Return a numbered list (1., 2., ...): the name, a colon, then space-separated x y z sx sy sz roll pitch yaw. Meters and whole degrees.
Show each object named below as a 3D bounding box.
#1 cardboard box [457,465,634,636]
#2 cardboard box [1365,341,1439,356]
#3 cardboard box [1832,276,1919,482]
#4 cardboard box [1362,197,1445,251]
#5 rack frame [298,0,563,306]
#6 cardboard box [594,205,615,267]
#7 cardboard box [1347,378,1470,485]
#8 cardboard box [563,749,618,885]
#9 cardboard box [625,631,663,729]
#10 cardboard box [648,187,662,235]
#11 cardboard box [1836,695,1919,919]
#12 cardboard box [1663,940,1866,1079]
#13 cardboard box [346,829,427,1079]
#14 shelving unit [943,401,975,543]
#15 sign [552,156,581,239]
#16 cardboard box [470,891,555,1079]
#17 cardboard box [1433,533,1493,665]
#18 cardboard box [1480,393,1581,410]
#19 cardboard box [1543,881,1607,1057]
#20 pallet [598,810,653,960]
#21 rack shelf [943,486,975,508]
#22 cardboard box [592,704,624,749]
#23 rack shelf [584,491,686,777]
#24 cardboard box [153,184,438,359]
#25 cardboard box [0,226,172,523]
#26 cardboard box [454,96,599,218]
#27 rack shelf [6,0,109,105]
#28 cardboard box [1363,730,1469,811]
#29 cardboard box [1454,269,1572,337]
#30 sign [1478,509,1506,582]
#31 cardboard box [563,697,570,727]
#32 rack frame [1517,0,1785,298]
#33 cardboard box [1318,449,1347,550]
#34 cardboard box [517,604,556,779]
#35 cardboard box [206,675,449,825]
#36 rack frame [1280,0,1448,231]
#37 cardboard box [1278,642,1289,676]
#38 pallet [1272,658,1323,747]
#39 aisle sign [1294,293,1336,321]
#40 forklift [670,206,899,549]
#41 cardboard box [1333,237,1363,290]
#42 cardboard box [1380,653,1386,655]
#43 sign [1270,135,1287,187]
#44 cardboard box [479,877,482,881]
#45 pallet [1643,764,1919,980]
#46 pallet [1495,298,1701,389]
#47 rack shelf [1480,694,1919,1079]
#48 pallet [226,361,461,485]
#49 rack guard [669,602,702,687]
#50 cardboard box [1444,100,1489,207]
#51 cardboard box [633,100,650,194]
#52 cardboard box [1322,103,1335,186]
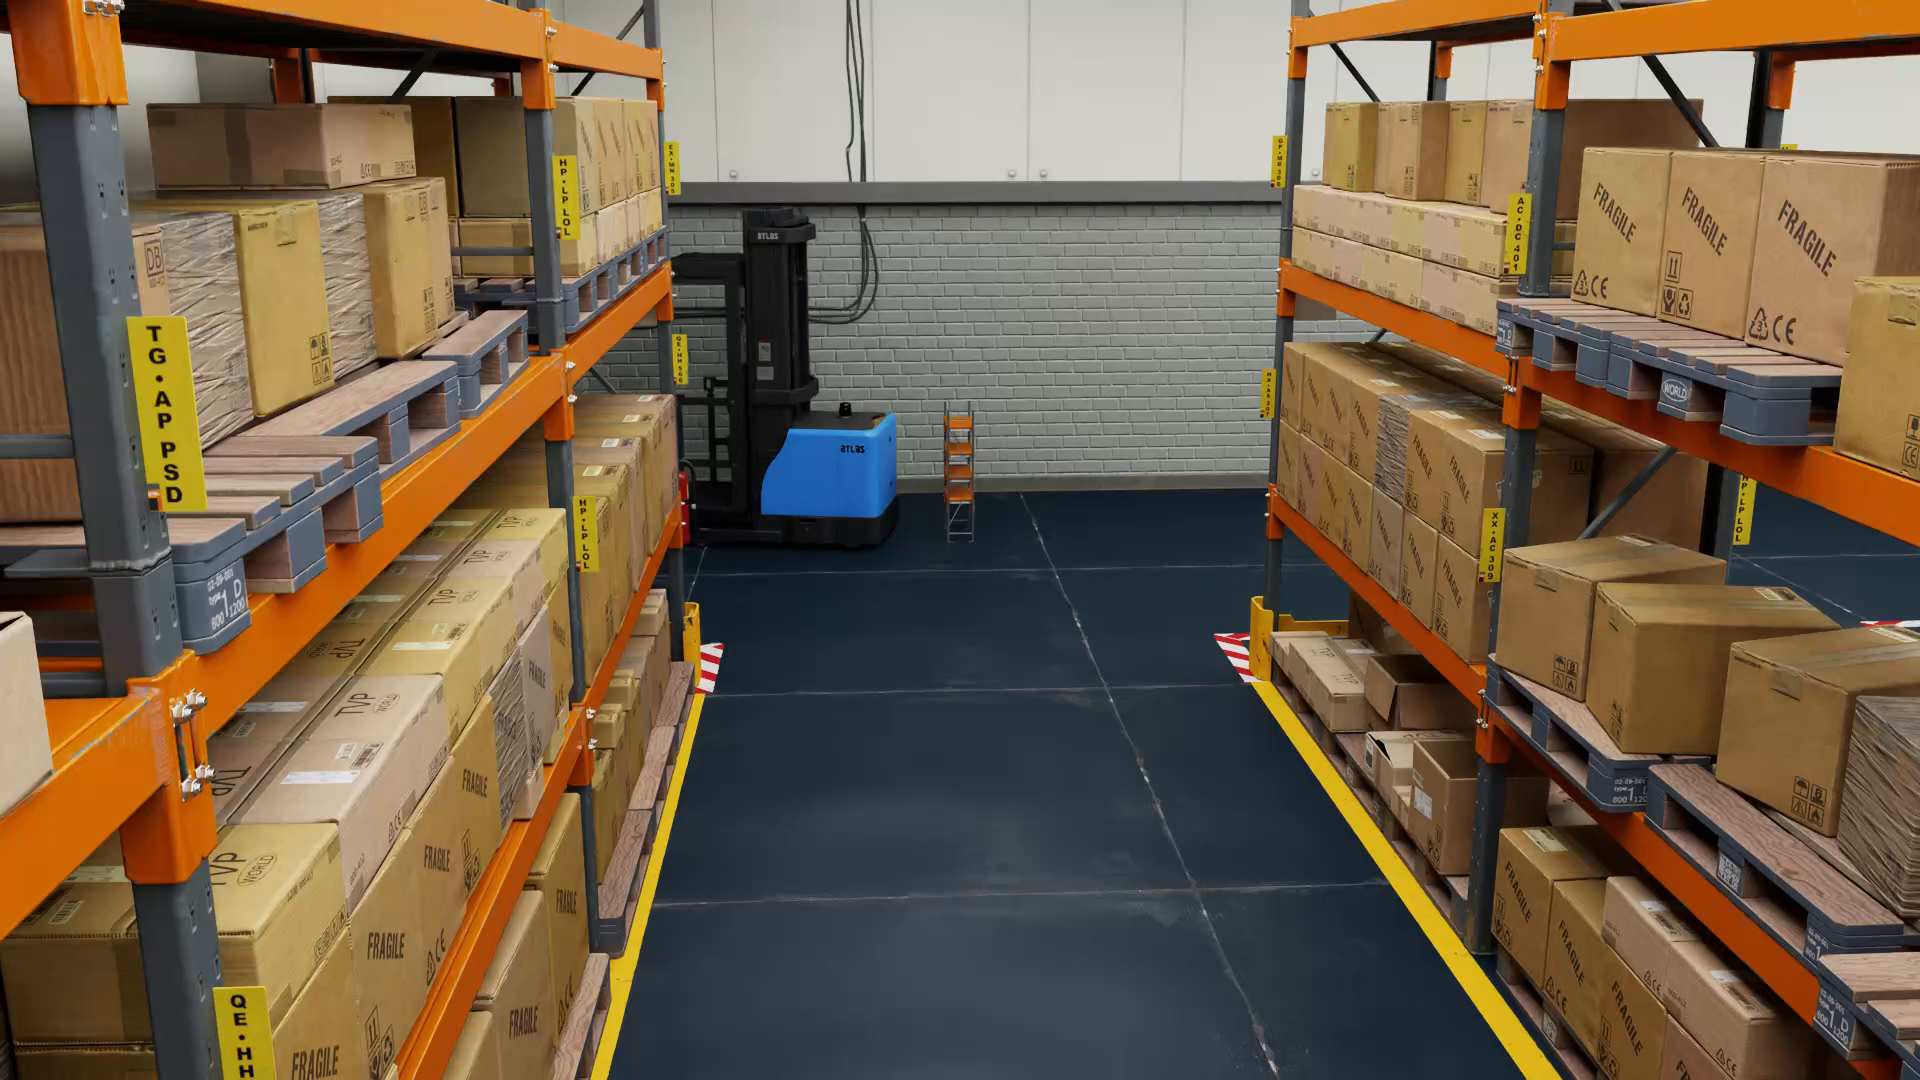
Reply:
1. cardboard box: -2.161 0.048 8.218 0.980 0.700 0.700 -1 14 -5
2. cardboard box: 2.894 -0.988 10.641 0.500 0.500 0.500 -1 14 -4
3. cardboard box: 2.964 -0.438 4.488 0.910 0.500 0.500 -1 14 -3
4. cardboard box: 2.453 -1.680 8.812 0.500 0.250 0.500 -1 14 -3
5. rack frame: -2.104 -2.395 6.277 1.000 3.000 0.127 -1 14 -3
6. cardboard box: -1.901 -1.425 7.782 0.500 0.250 0.500 -1 14 -5
7. cardboard box: 2.455 -0.600 9.130 0.500 0.500 0.500 -1 14 -4
8. cardboard box: -2.048 1.330 8.013 0.700 0.500 0.500 -1 14 -3
9. cardboard box: -2.177 0.819 9.996 0.700 0.500 0.500 -1 14 -4
10. cardboard box: -2.041 -1.939 9.779 0.500 0.250 0.500 0 14 -2
11. cardboard box: 3.070 0.790 4.892 0.700 0.500 0.500 2 15 7
12. cardboard box: 2.721 1.564 5.555 0.500 0.250 0.500 -1 14 -4
13. cardboard box: -1.654 1.047 4.098 0.500 0.500 0.500 0 14 -2
14. shelving unit: -0.010 -0.622 15.037 0.258 1.200 0.503 -1 14 -3
15. sign: -1.563 -1.356 6.589 0.100 0.325 0.005 -1 14 -3
16. cardboard box: -1.876 1.728 5.761 0.750 0.750 0.750 0 14 -2
17. cardboard box: 2.553 0.264 7.781 0.500 0.500 0.500 -1 14 -3
18. cardboard box: 3.028 -0.478 8.656 0.500 0.500 0.500 -1 14 -5
19. cardboard box: 2.671 1.687 6.585 0.500 0.500 0.500 -1 14 -3
20. pallet: -2.073 1.670 8.112 1.003 0.211 1.213 -1 14 -3
21. rack shelf: -0.010 -0.365 15.103 0.258 0.148 0.480 -1 14 -3
22. cardboard box: -1.887 0.927 8.274 0.380 0.149 0.250 0 14 -2
23. rack shelf: -2.228 0.361 9.047 1.077 0.370 4.000 -1 14 -3
24. cardboard box: -2.060 -0.846 5.192 0.700 0.500 0.500 -1 14 -4
25. cardboard box: -1.943 -0.327 3.174 0.700 0.500 0.500 -2 15 -8
26. cardboard box: -1.868 -1.667 7.217 0.500 0.500 0.500 -1 14 -4
27. rack shelf: -1.732 -0.361 0.617 1.077 0.370 4.000 -1 14 -3
28. cardboard box: 2.475 1.198 8.864 0.500 0.311 0.500 -1 14 -3
29. cardboard box: 2.545 -1.064 7.424 0.500 0.250 0.500 -1 14 -3
30. sign: 2.299 0.024 7.178 0.100 0.325 0.005 -1 14 -3
31. cardboard box: -1.800 0.702 6.744 0.380 0.149 0.250 -1 14 -3
32. rack frame: 2.840 -2.473 6.578 1.000 3.000 0.127 -1 14 -3
33. cardboard box: 2.422 -0.243 9.751 0.500 0.500 0.500 -1 14 -4
34. cardboard box: -1.782 0.545 6.049 0.500 0.500 0.500 -1 14 -3
35. cardboard box: -1.696 0.565 4.470 0.500 0.250 0.500 -1 14 -3
36. rack frame: 2.592 -3.468 10.444 1.000 3.000 0.127 -1 14 -3
37. cardboard box: 2.291 0.768 10.823 0.380 0.166 0.250 -1 14 -3
38. pallet: 2.647 1.006 10.695 1.003 0.211 1.213 -1 14 -3
39. aisle sign: 2.295 -1.834 10.916 0.394 0.787 0.004 -1 14 -3
40. forklift: -2.130 -1.487 14.925 3.031 2.935 1.130 2 15 8
41. cardboard box: 2.421 -1.562 9.358 0.500 0.250 0.500 -1 14 -3
42. cardboard box: 2.807 0.830 10.582 0.380 0.166 0.250 -1 14 -3
43. sign: 2.051 -2.430 10.676 0.100 0.325 0.005 -1 14 -3
44. cardboard box: -1.765 1.018 5.513 0.380 0.149 0.250 -1 14 -5
45. pallet: 2.963 1.037 5.363 1.003 0.211 1.213 -1 14 -3
46. pallet: 2.811 -0.766 6.341 1.213 0.211 1.003 -1 14 -3
47. rack shelf: 2.964 1.278 5.482 1.077 0.370 4.000 -1 14 -3
48. pallet: -2.021 -0.294 4.508 1.003 0.211 1.213 0 14 -1
49. rack guard: -2.353 0.720 11.226 1.175 0.500 0.348 -1 14 -3
50. cardboard box: 2.845 -1.924 8.257 0.700 0.500 0.500 -1 14 -3
51. cardboard box: -2.014 -2.177 9.202 0.500 0.500 0.500 0 14 -2
52. cardboard box: 2.641 -2.420 10.185 0.700 0.500 0.500 -1 14 -3
